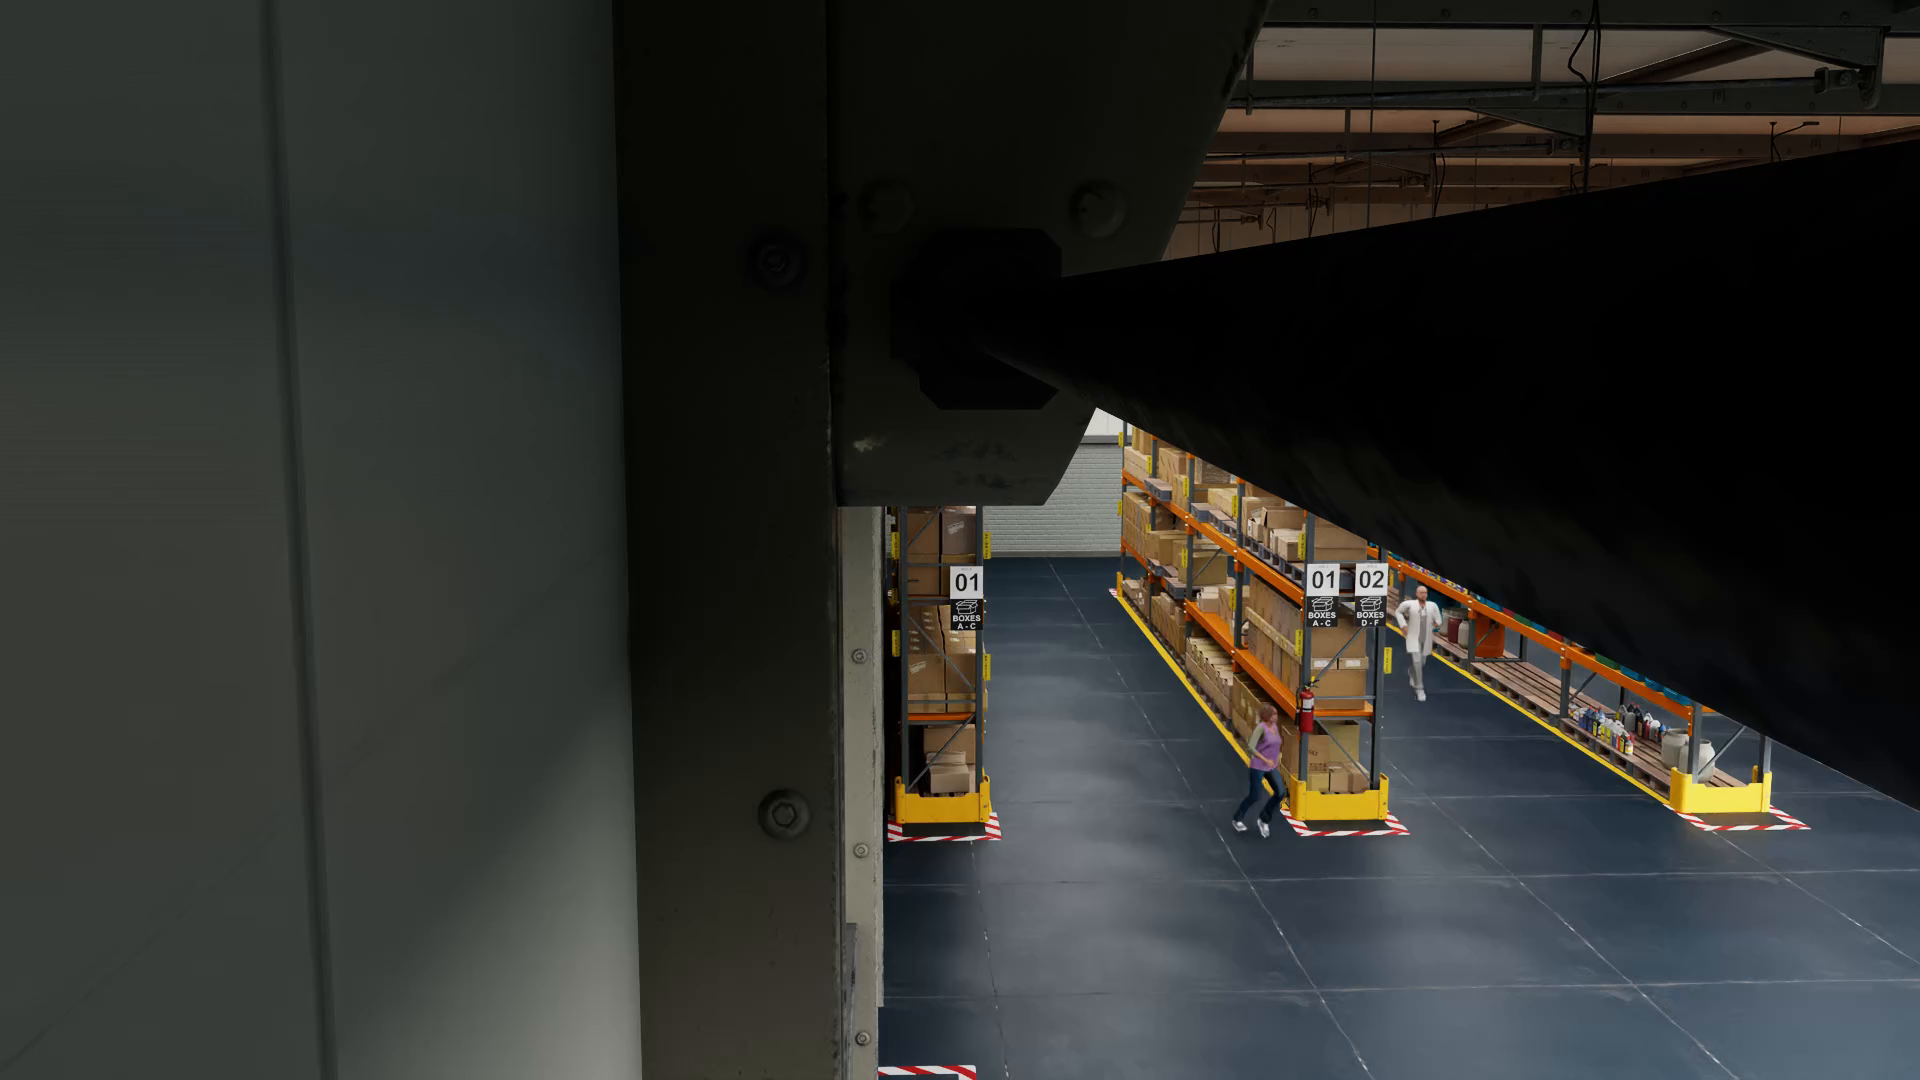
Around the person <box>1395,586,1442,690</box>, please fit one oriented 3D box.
[{"bbox_3d":[7.489,1.569,27.135,0.704,1.676,0.887,-1,8,-4],"label":"person"}]

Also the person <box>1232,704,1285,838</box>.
[{"bbox_3d":[3.668,2.759,20.028,0.601,1.582,0.611,-6,10,-38],"label":"person"}]
